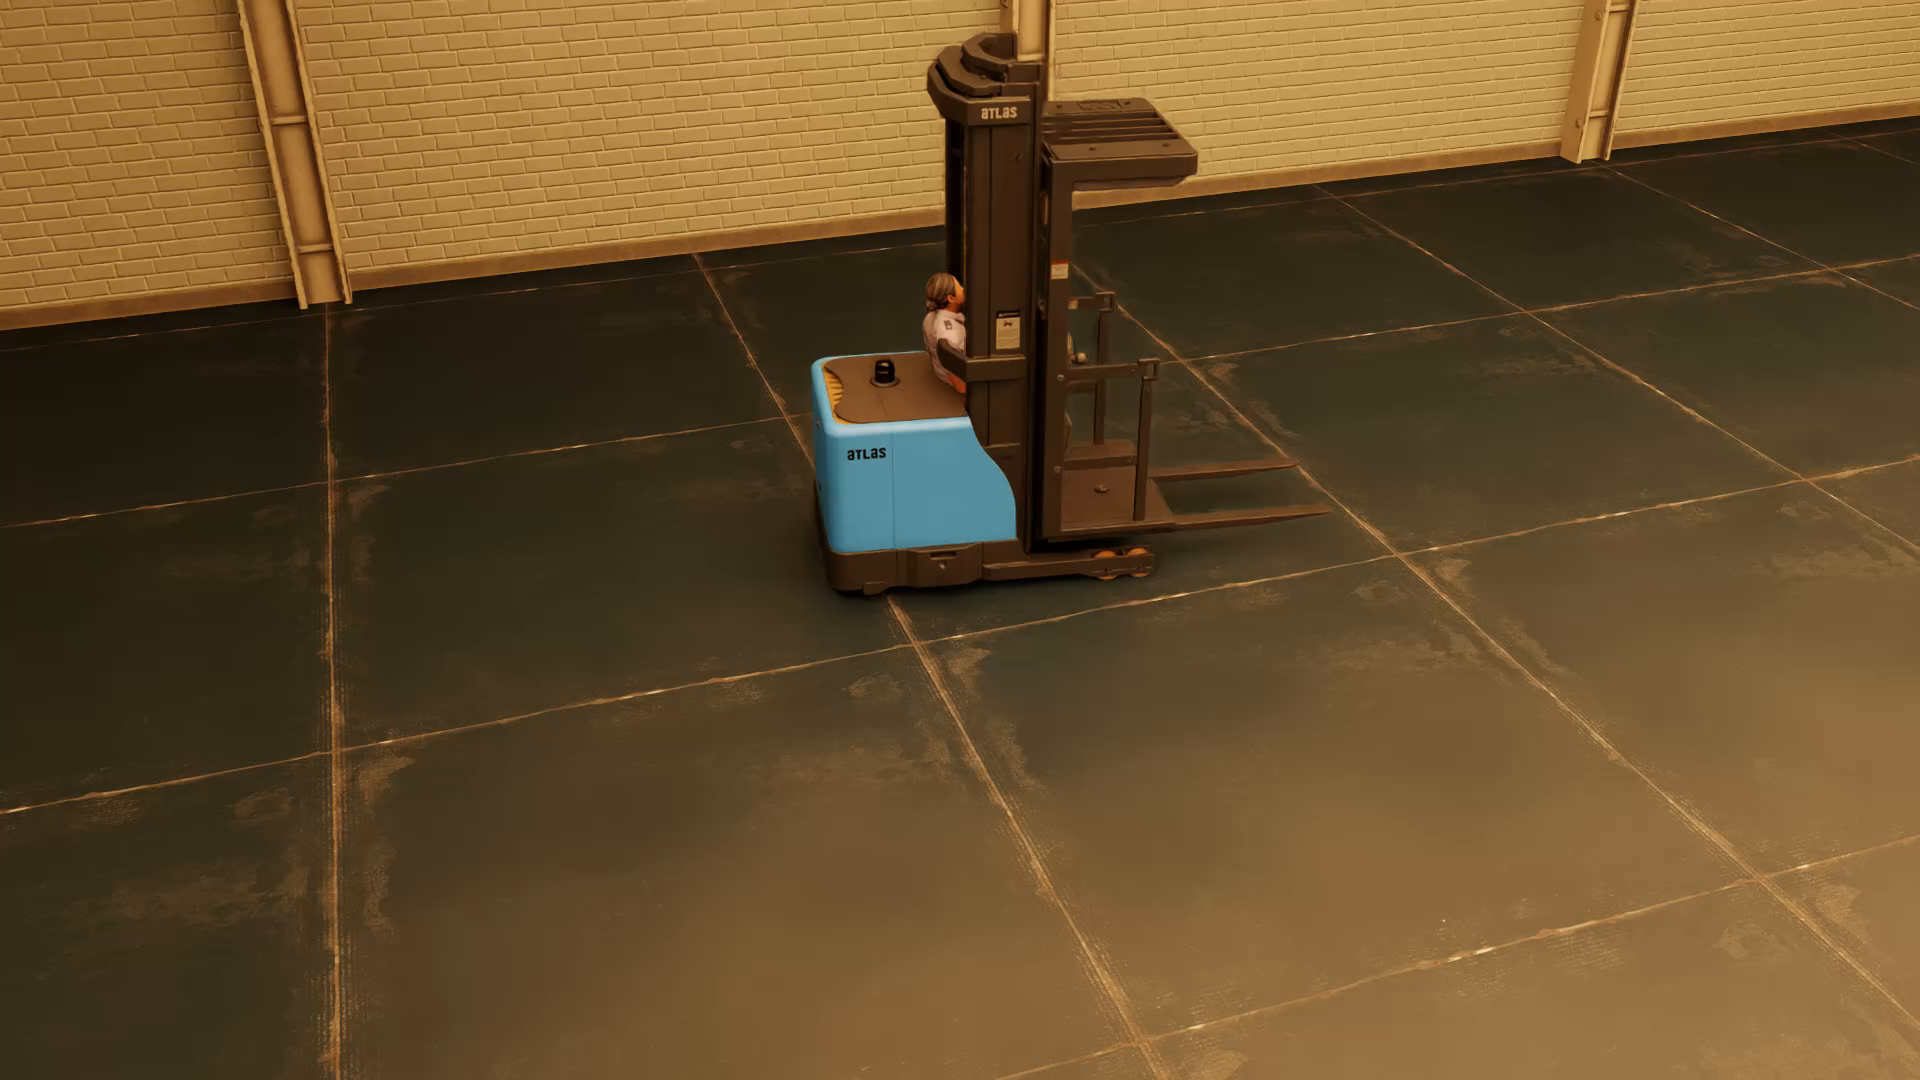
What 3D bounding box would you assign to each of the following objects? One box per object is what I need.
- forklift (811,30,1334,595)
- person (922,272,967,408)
[{"bbox_3d":[0.680,-1.294,9.336,3.031,2.935,1.130,-5,30,-8],"label":"forklift"},{"bbox_3d":[0.073,-0.762,9.589,0.541,1.644,0.596,-10,31,-16],"label":"person"}]
